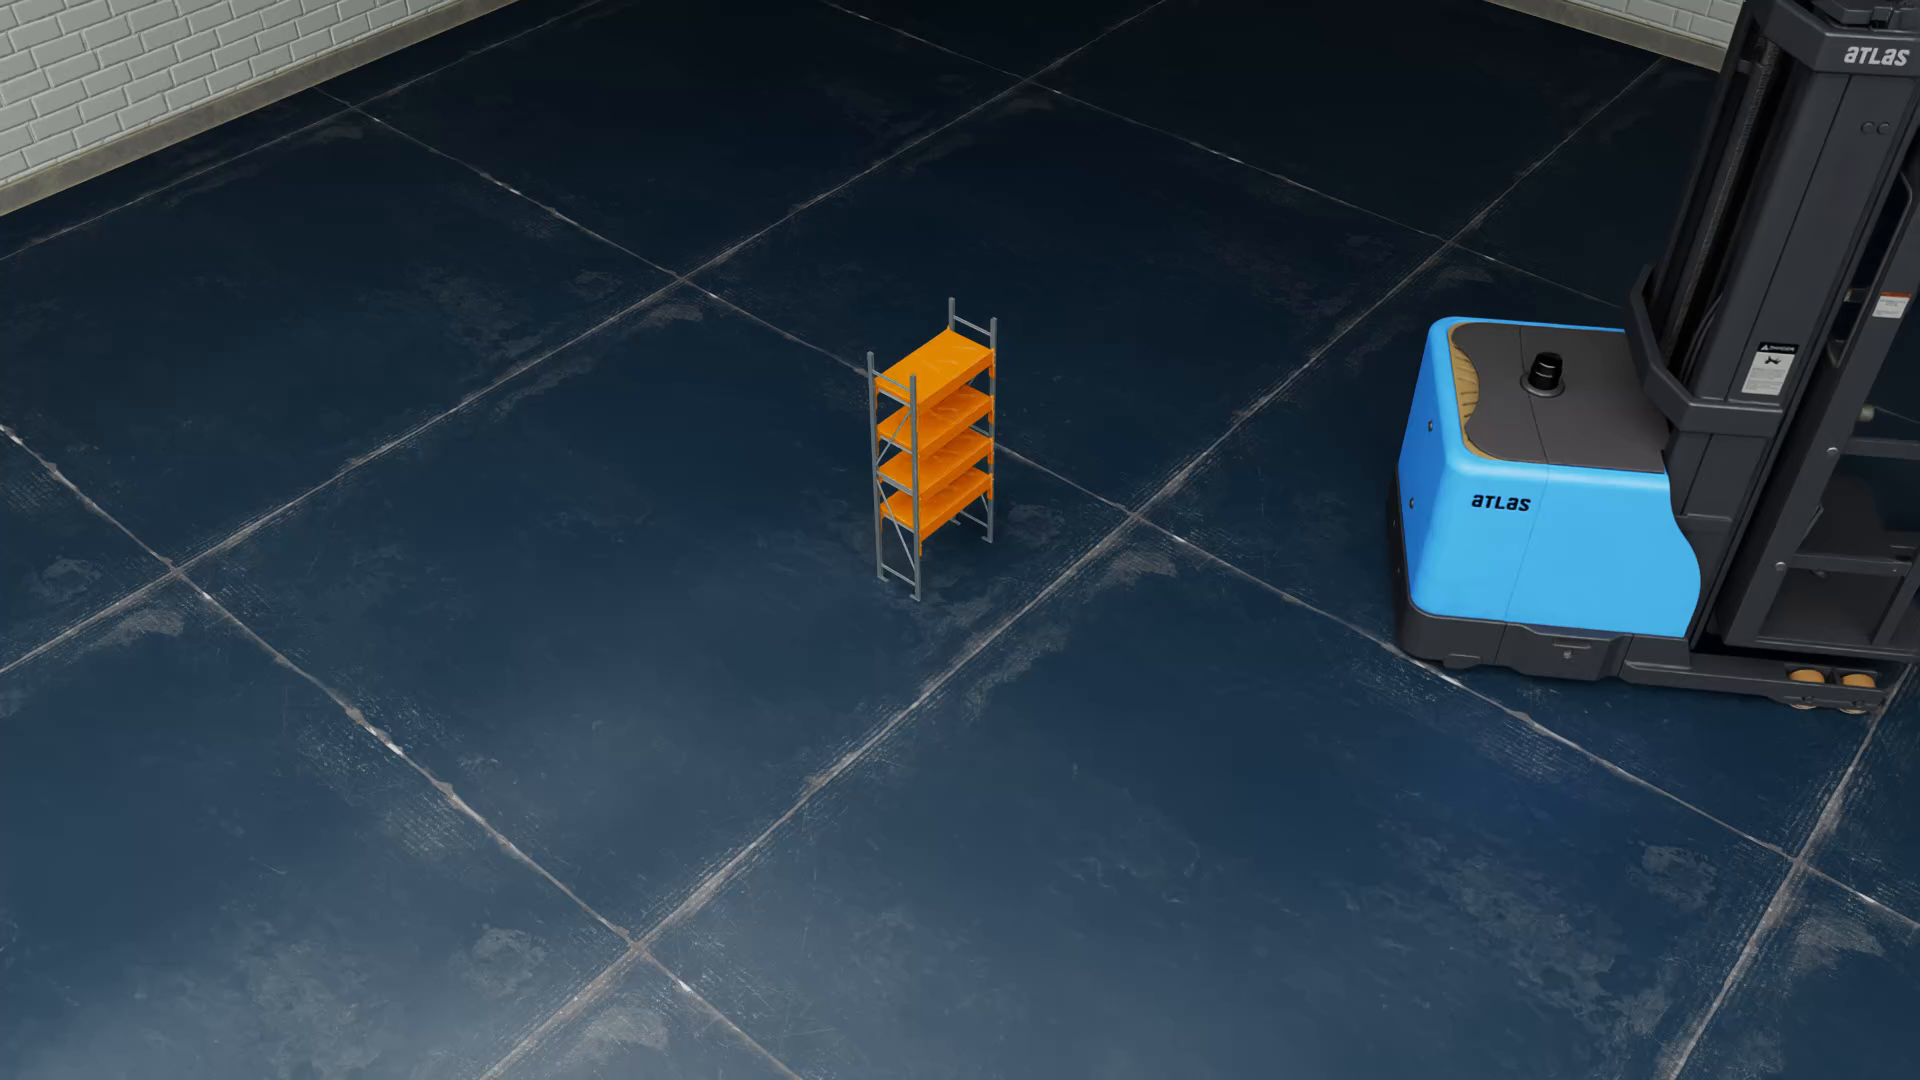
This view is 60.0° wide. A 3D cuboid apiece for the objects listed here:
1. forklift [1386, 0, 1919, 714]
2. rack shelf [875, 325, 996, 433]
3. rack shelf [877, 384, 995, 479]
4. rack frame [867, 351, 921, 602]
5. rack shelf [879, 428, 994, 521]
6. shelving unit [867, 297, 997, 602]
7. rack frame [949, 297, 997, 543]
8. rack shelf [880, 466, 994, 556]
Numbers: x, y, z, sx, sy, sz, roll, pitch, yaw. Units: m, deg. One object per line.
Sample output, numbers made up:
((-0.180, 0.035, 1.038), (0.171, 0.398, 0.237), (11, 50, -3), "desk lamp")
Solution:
((3.365, -0.771, 6.101), (3.031, 2.935, 1.130), (5, 43, 6), "forklift")
((-0.107, -0.649, 6.671), (0.258, 0.148, 0.480), (29, 50, 28), "rack shelf")
((-0.107, -0.474, 6.830), (0.258, 0.148, 0.480), (29, 50, 28), "rack shelf")
((-0.264, -0.233, 6.797), (0.240, 1.200, 0.015), (29, 50, 28), "rack frame")
((-0.107, -0.309, 6.980), (0.258, 0.148, 0.480), (29, 50, 28), "rack shelf")
((-0.107, -0.359, 6.935), (0.258, 1.200, 0.503), (29, 50, 28), "shelving unit")
((0.051, -0.484, 7.073), (0.240, 1.200, 0.015), (29, 50, 28), "rack frame")
((-0.107, -0.162, 7.114), (0.258, 0.148, 0.480), (29, 50, 28), "rack shelf")
